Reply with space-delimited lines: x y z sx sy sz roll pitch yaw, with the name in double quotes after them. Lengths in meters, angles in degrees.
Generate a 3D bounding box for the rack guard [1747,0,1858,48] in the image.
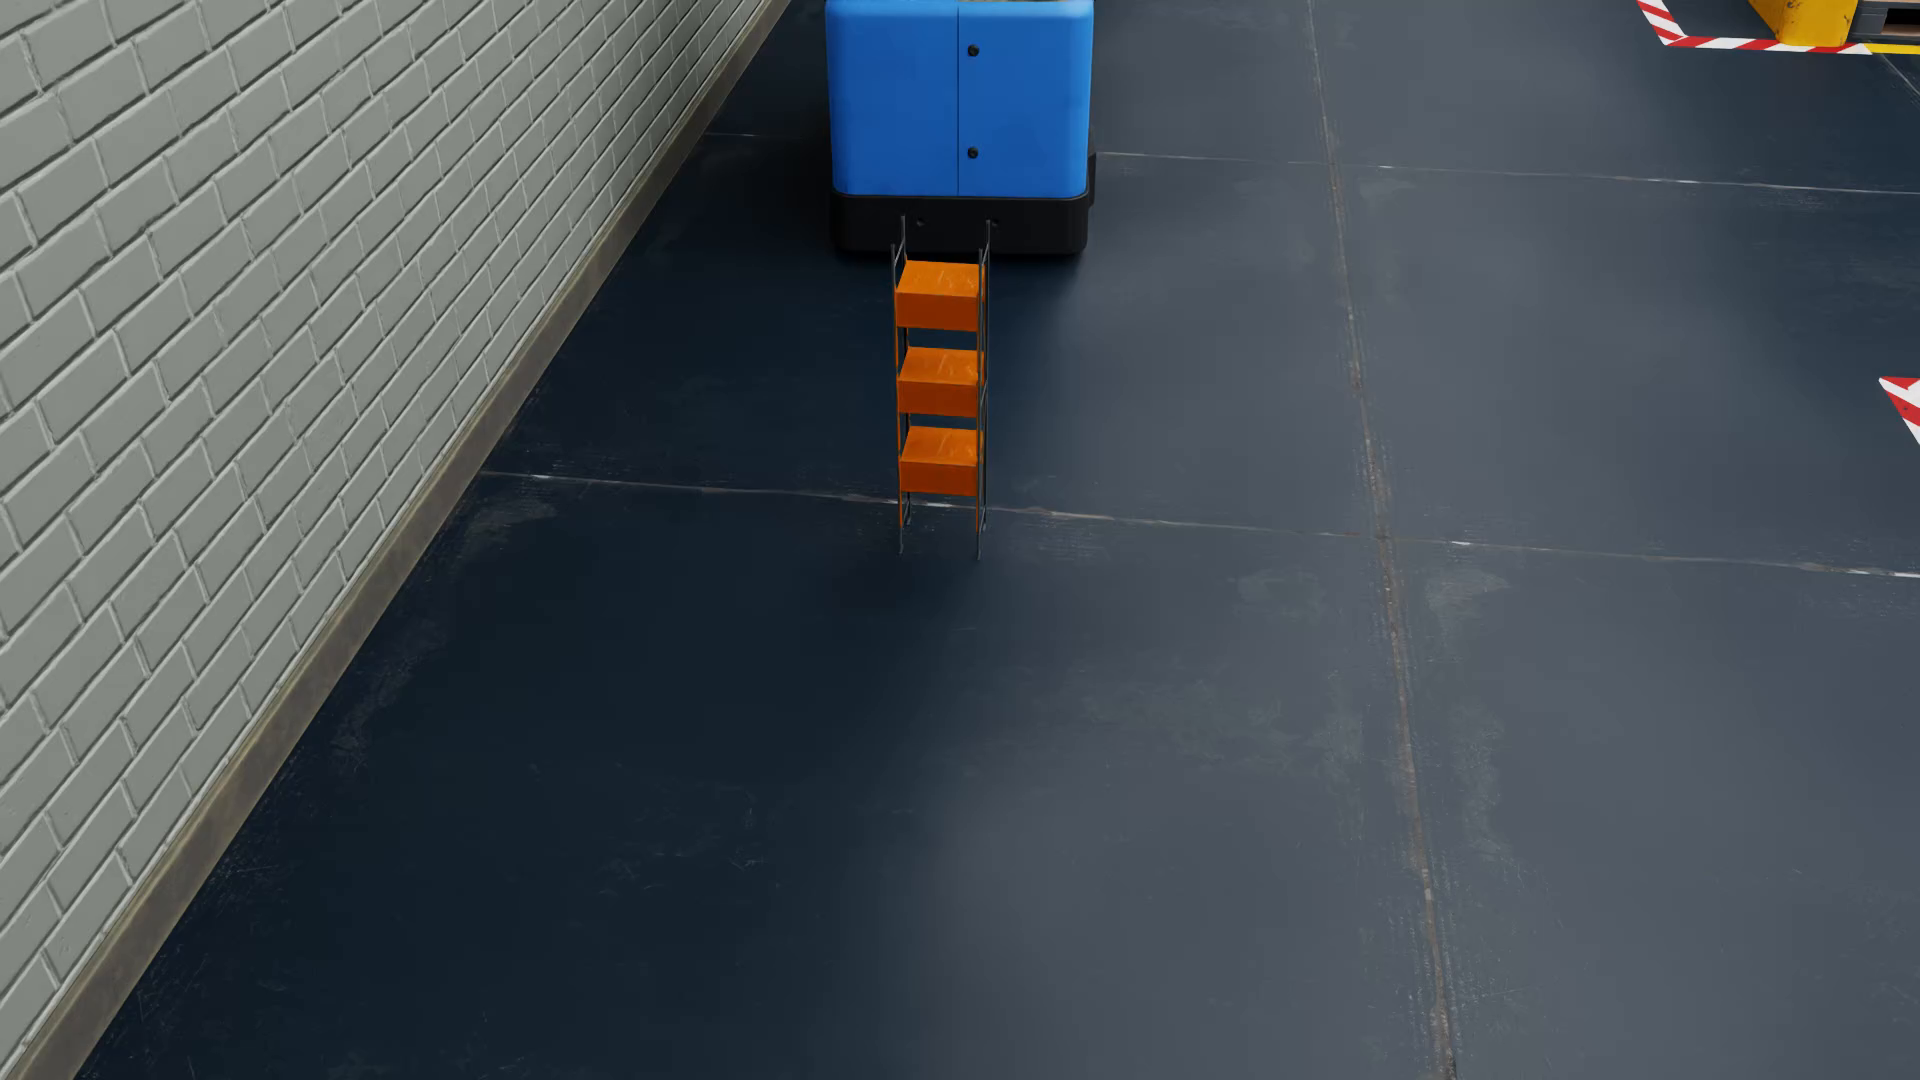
4.691 -3.206 9.312 0.348 0.500 1.175 4 36 6 "rack guard"

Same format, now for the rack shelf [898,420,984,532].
-0.053 -0.196 5.118 0.240 0.259 0.215 4 36 6 "rack shelf"

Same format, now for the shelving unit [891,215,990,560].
-0.053 -0.431 4.951 0.252 1.050 0.215 4 36 6 "shelving unit"

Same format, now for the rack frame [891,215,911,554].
-0.174 -0.440 4.963 0.008 1.050 0.200 4 36 6 "rack frame"

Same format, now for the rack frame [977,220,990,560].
0.068 -0.422 4.938 0.008 1.050 0.200 4 36 6 "rack frame"

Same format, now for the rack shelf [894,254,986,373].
-0.053 -0.654 4.792 0.240 0.259 0.215 4 36 6 "rack shelf"

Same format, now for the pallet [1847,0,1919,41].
5.518 -3.072 9.373 1.213 0.211 1.003 4 36 6 "pallet"

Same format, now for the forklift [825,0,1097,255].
0.051 -3.181 7.184 1.130 2.935 3.031 1 36 2 "forklift"

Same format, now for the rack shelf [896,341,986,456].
-0.053 -0.423 4.957 0.240 0.259 0.215 4 36 6 "rack shelf"
